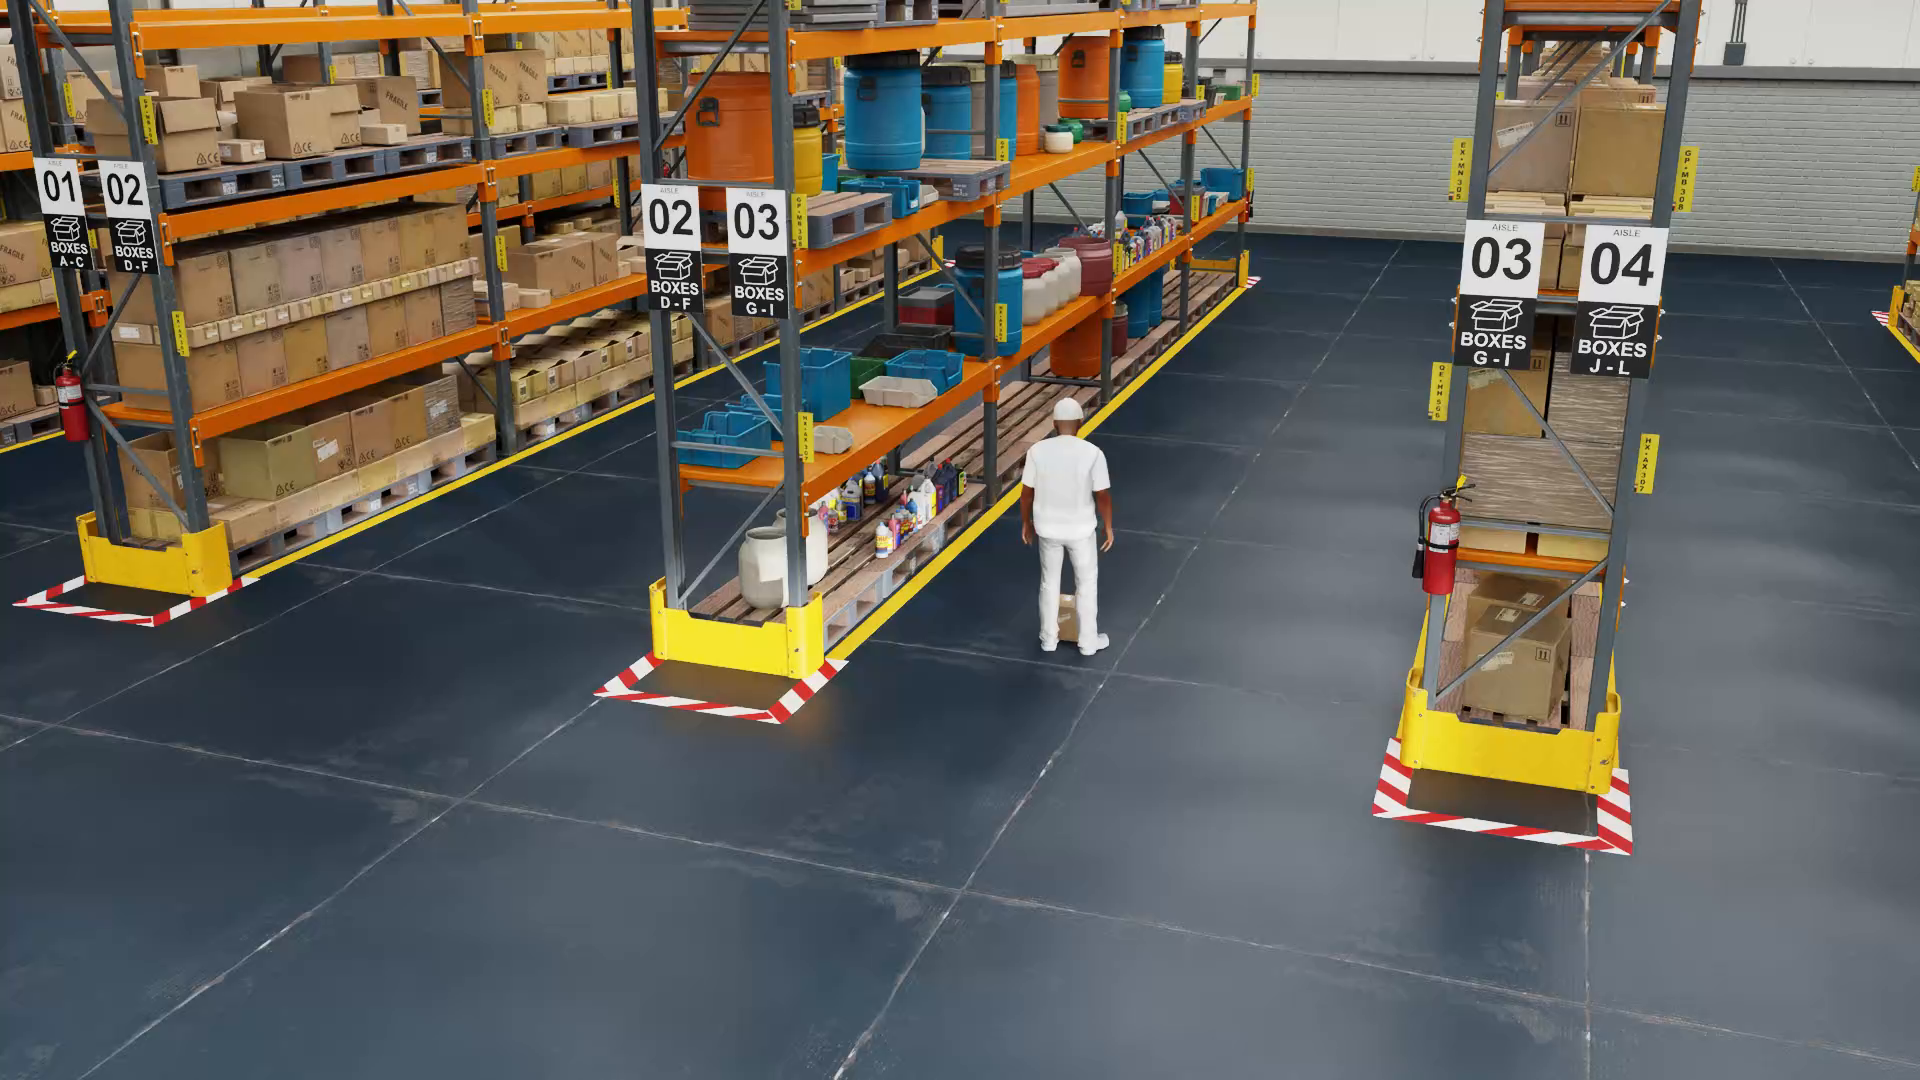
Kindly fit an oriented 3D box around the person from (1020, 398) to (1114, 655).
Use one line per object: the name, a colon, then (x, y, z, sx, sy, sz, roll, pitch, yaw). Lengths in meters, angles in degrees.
person: (0.727, -0.095, 11.314, 0.636, 1.761, 0.454, 5, 19, 16)
